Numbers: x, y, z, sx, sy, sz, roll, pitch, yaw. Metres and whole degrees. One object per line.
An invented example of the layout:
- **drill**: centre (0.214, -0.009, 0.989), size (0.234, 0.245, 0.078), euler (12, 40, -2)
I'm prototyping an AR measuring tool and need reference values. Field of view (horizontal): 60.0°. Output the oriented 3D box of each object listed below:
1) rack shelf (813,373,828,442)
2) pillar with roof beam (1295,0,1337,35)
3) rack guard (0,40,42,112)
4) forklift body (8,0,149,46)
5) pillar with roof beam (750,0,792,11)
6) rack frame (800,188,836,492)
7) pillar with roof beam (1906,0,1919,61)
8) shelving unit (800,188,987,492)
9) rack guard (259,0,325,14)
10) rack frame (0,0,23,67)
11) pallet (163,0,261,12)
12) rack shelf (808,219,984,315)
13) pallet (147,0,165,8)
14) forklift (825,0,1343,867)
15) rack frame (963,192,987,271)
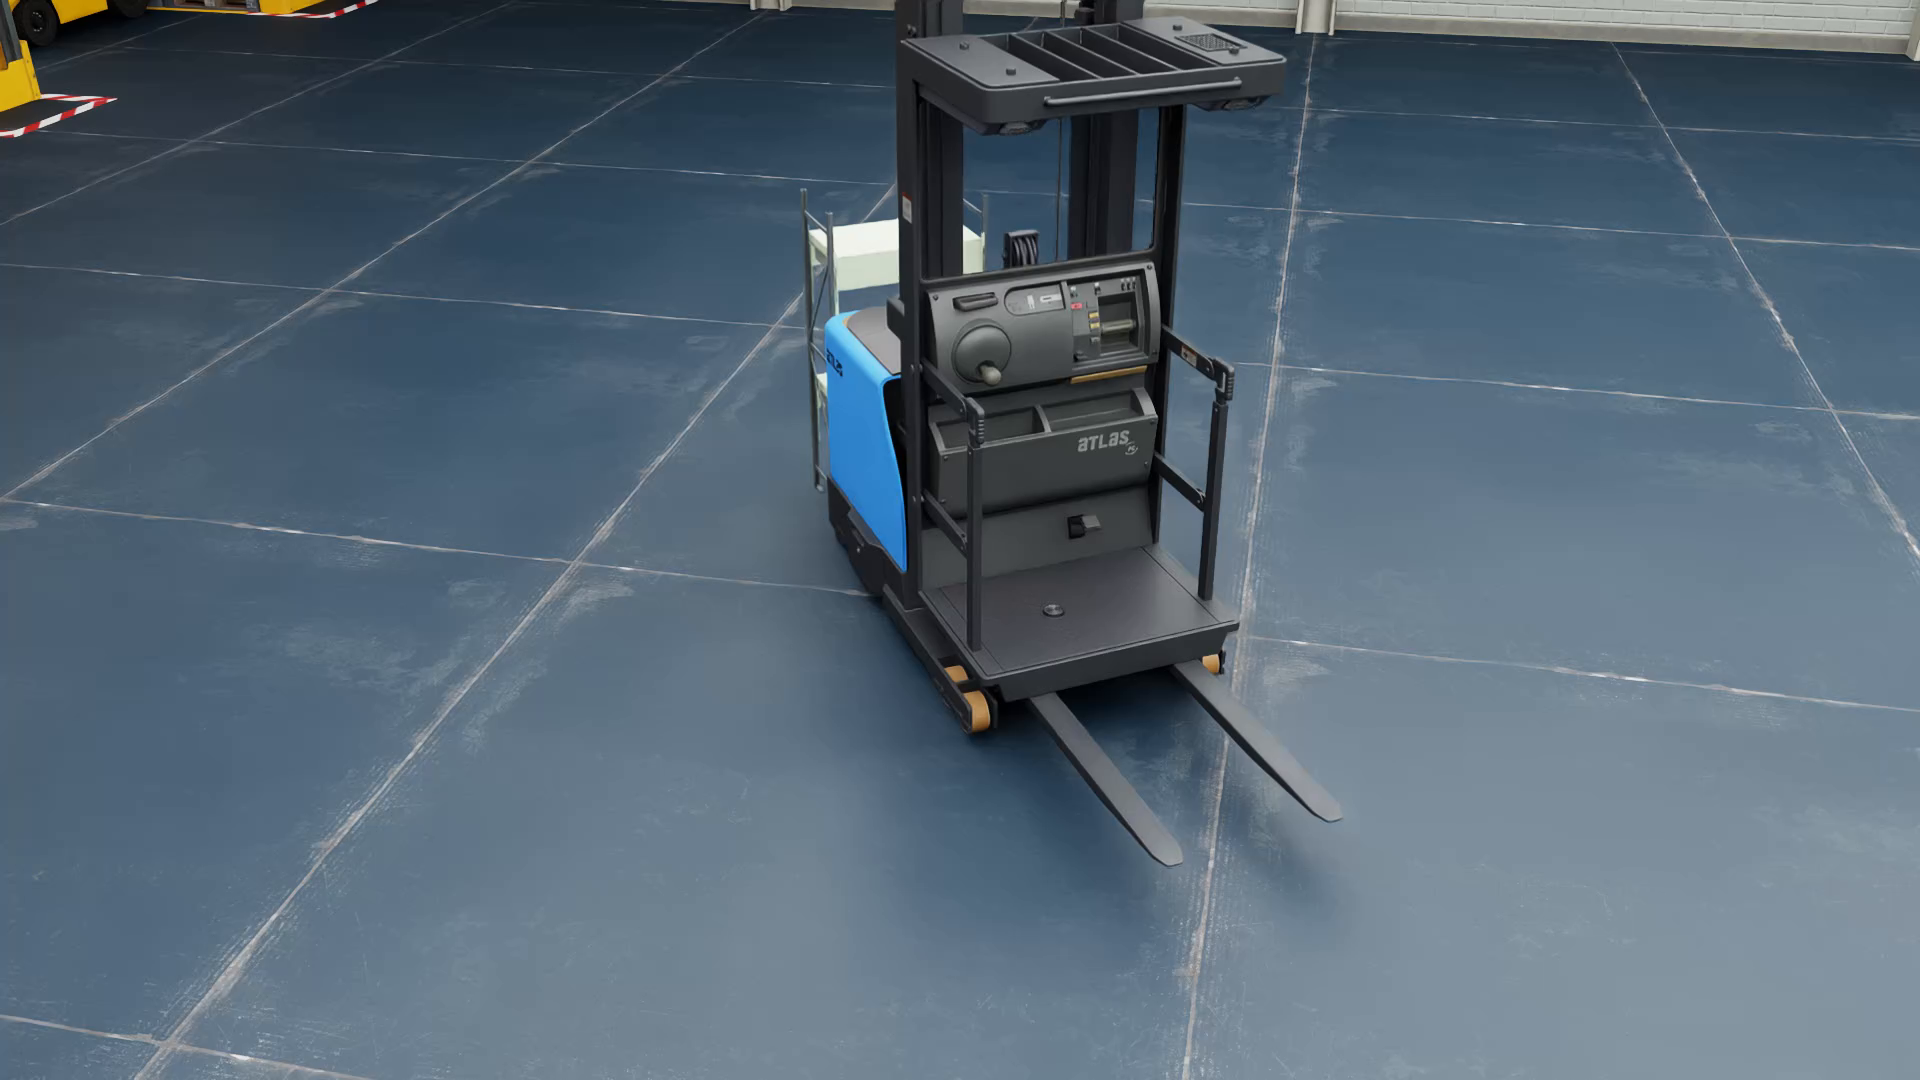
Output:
- **rack shelf**: centre (-0.301, -0.628, 8.014), size (0.720, 0.370, 0.431), euler (-11, 31, -20)
- **pillar with roof beam**: centre (2.851, -7.304, 11.721), size (0.400, 9.000, 9.100), euler (6, 29, 11)
- **rack guard**: centre (-8.600, -3.985, 14.508), size (0.348, 0.500, 1.175), euler (6, 29, 11)
- **forklift body**: centre (-9.728, -6.366, 17.138), size (1.214, 2.155, 2.313), euler (6, 29, 11)
- **pillar with roof beam**: centre (-3.017, -7.906, 12.820), size (0.400, 9.000, 9.100), euler (6, 29, 11)
- **rack frame**: centre (-0.639, -0.846, 7.734), size (0.023, 1.500, 0.400), euler (-11, 31, -20)
- **pillar with roof beam**: centre (8.719, -6.703, 10.622), size (0.400, 9.000, 9.100), euler (6, 29, 11)
- **shelving unit**: centre (-0.301, -0.914, 7.858), size (0.755, 1.500, 0.431), euler (-11, 31, -20)
- **rack guard**: centre (-7.469, -6.306, 18.748), size (0.348, 0.500, 1.175), euler (6, 29, 11)
- **rack frame**: centre (-8.526, -5.073, 13.894), size (0.127, 3.000, 1.000), euler (6, 29, 11)
- **pallet**: centre (-8.249, -6.239, 18.926), size (1.213, 0.211, 1.003), euler (6, 29, 11)
- **rack shelf**: centre (-0.301, -1.256, 7.670), size (0.720, 0.370, 0.431), euler (-11, 31, -20)
- **pallet**: centre (-9.439, -6.362, 19.151), size (1.213, 0.211, 1.003), euler (6, 29, 11)
- **forklift**: centre (0.410, -0.771, 6.106), size (1.130, 2.935, 3.031), euler (-11, 31, -19)
- **rack frame**: centre (0.037, -0.982, 7.981), size (0.023, 1.500, 0.400), euler (-11, 31, -20)
